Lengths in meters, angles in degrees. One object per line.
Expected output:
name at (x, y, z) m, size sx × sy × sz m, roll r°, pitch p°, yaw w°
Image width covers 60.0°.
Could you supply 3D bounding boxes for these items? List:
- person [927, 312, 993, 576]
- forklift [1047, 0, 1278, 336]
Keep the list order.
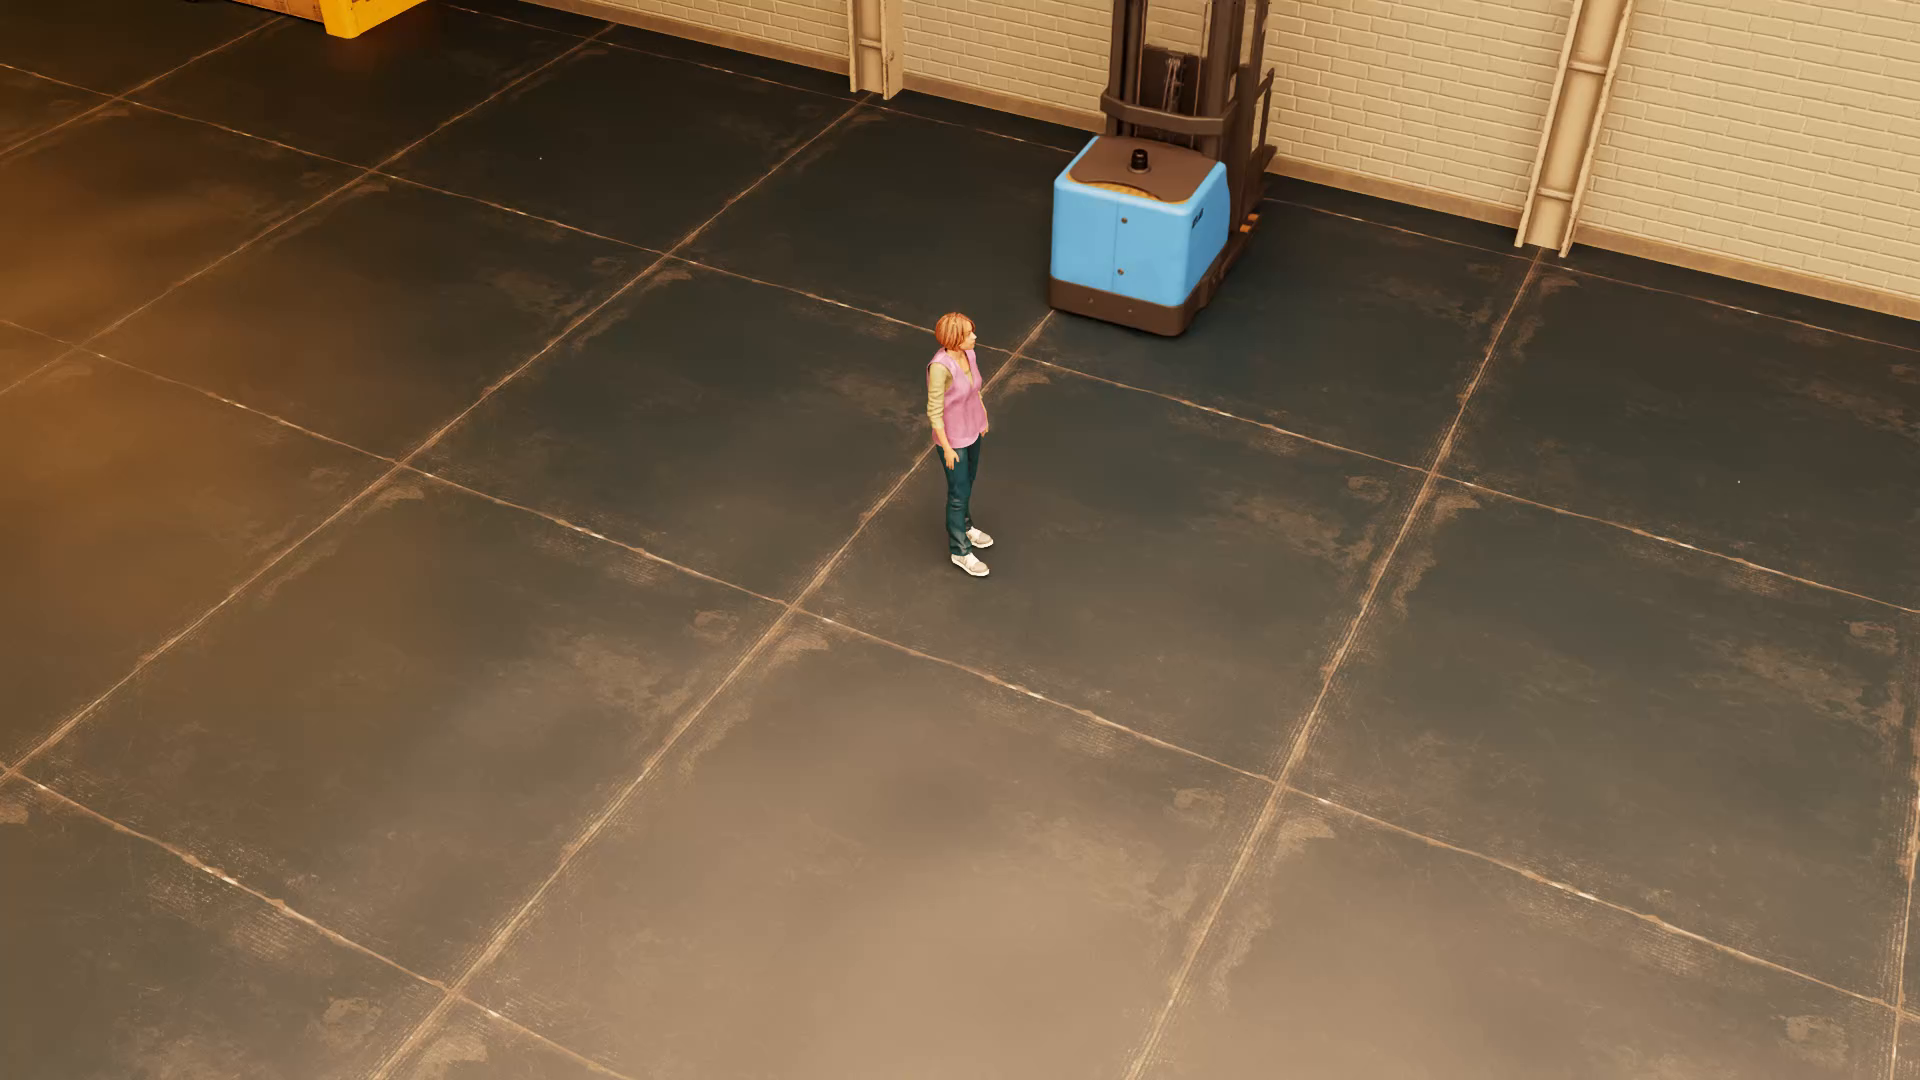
person at (0.060, -0.586, 9.707) m, size 0.473 × 1.599 × 0.521 m, roll 18°, pitch 43°, yaw 21°
forklift at (1.733, -3.525, 12.172) m, size 1.130 × 2.935 × 3.031 m, roll 17°, pitch 43°, yaw 19°
